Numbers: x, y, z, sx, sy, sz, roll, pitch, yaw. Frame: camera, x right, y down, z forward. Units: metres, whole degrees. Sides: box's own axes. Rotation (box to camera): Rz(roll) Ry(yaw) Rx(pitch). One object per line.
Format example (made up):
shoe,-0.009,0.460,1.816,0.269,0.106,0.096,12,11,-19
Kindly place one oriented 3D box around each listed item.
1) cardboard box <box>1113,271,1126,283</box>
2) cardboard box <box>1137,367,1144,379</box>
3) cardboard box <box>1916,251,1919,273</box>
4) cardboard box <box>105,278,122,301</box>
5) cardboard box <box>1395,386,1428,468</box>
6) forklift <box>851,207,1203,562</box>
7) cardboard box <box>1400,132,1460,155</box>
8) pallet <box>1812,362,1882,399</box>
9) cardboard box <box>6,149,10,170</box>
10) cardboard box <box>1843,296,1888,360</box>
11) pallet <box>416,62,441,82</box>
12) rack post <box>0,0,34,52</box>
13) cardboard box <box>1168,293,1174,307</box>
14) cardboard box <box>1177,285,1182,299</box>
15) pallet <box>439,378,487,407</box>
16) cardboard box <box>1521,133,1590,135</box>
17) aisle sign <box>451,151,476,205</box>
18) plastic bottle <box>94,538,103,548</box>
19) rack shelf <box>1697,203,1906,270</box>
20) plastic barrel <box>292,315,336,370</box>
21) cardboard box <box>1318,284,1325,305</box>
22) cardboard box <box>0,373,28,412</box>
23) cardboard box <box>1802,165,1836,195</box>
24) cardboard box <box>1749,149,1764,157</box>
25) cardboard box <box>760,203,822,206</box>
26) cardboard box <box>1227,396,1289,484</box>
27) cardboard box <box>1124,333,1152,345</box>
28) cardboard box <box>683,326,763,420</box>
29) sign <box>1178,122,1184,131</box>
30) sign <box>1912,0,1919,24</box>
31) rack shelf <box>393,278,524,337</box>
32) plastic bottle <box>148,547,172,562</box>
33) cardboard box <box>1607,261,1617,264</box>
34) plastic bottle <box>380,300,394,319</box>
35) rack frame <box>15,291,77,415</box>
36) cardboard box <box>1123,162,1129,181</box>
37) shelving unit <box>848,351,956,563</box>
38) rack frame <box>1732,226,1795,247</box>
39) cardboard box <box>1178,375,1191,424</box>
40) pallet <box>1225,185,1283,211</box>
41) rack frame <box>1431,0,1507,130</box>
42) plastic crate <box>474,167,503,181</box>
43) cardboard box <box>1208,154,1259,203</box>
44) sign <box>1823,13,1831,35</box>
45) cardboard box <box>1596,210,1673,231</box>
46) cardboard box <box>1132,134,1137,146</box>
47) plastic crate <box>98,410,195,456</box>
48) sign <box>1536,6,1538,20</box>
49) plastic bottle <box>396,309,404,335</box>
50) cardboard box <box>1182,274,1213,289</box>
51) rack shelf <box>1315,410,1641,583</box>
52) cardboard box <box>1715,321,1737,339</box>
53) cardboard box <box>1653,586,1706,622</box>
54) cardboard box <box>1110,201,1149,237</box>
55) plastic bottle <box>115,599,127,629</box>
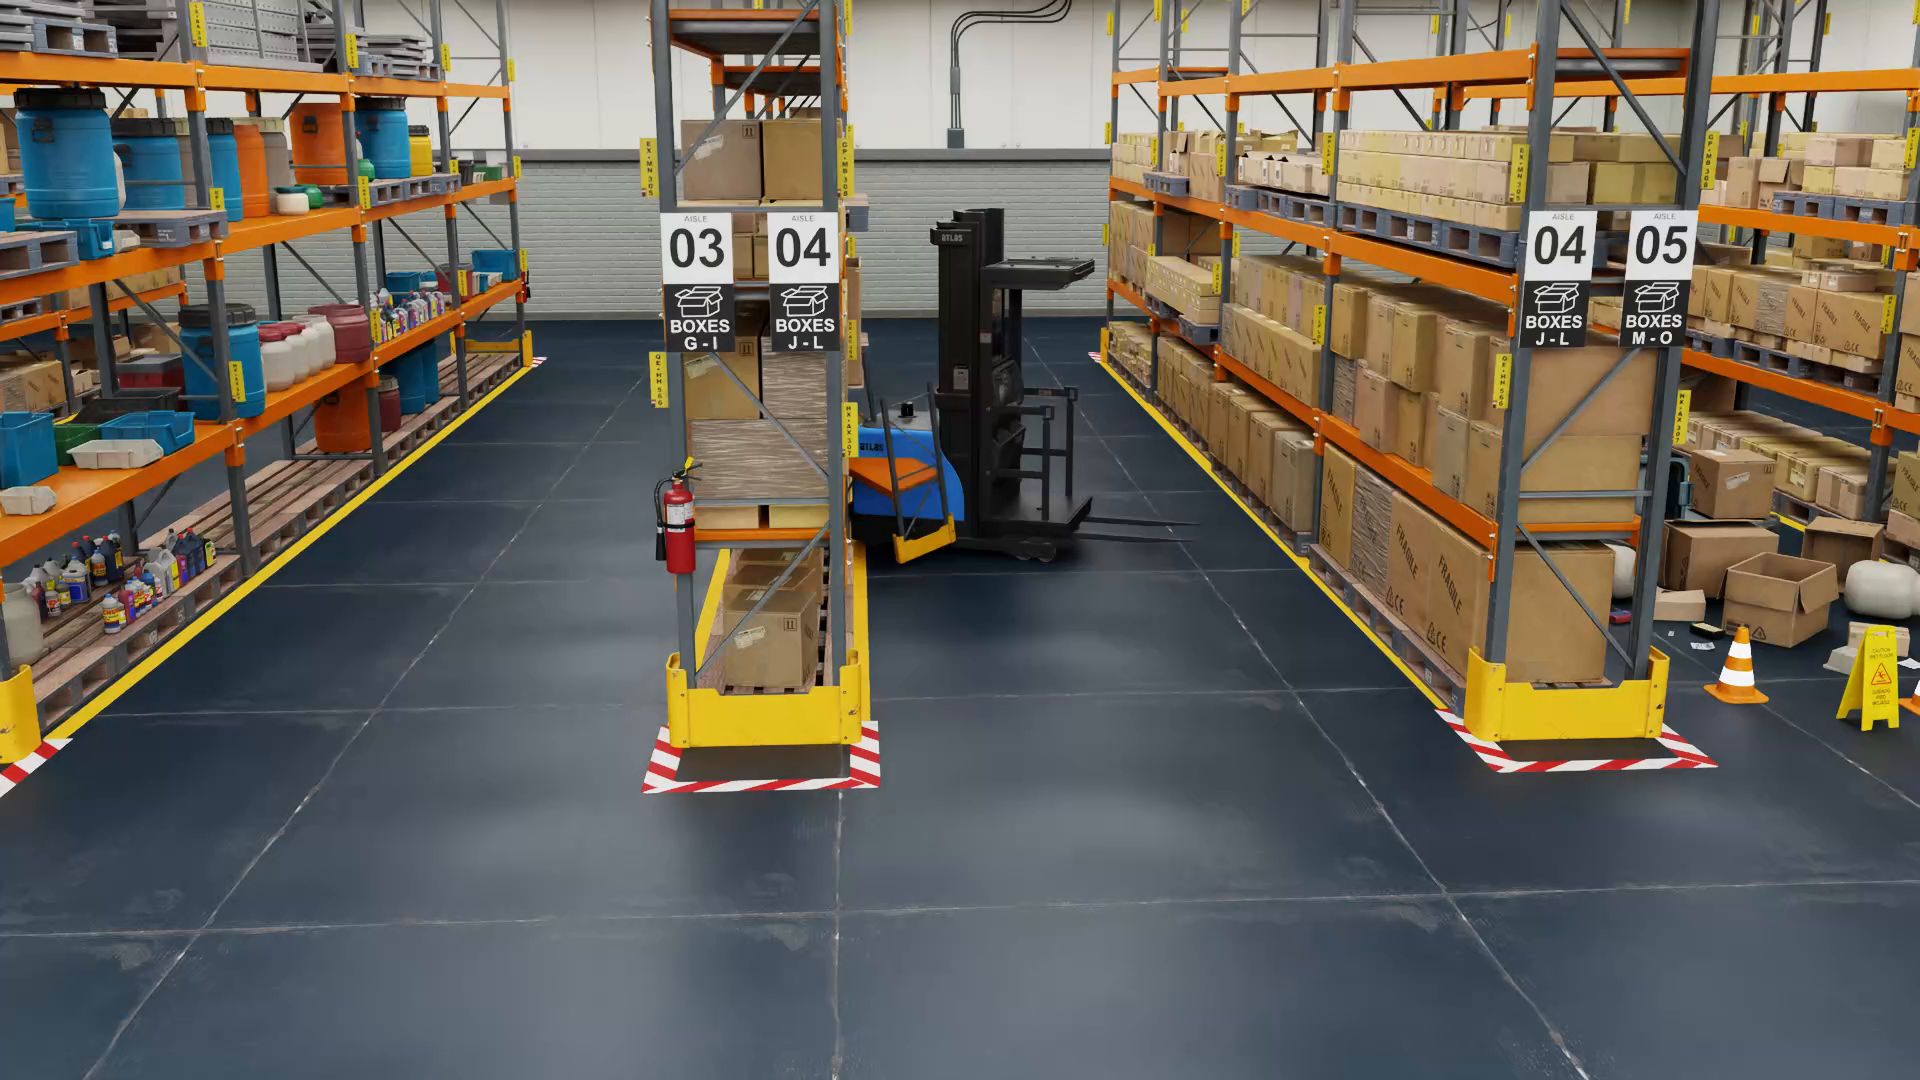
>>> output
cardboard box,2.486,-3.913,24.720,0.380,0.149,0.250,-1,14,-5
cardboard box,2.642,-2.302,22.831,0.380,0.149,0.250,-1,14,-5
cardboard box,12.747,-3.434,21.312,0.700,0.500,0.500,-1,14,-3
cardboard box,-11.647,-3.484,22.346,0.500,0.500,0.500,-1,14,-4
cardboard box,3.656,-0.845,11.989,0.875,0.550,0.500,-1,14,-3
forklift,0.605,-1.378,14.500,3.031,2.935,1.130,4,15,15
cardboard box,3.294,-2.761,11.580,0.380,0.149,0.250,-1,14,-4
pallet,8.548,-1.468,15.095,1.003,0.211,1.213,-1,14,-3
cardboard box,-12.125,-4.792,20.908,0.500,0.250,0.500,-1,14,-3
cardboard box,8.193,-1.875,14.655,0.500,0.500,0.500,-1,14,-4
pallet,-6.798,-5.543,19.693,1.003,0.211,1.213,-1,14,-3
rack post,-6.056,-2.997,9.619,0.937,0.300,0.954,1,14,3
cardboard box,2.684,-2.845,19.727,0.380,0.149,0.250,-2,15,-6
cardboard box,2.718,-2.859,19.182,0.380,0.149,0.250,-1,14,-4
pallet,-6.964,-1.960,22.221,1.003,0.211,1.213,-1,14,-3
cardboard box,3.983,-2.645,11.127,0.380,0.149,0.250,-1,14,-4
aisle sign,-7.429,-5.395,24.759,0.394,0.787,0.004,-1,14,-3
plastic bottle,-6.755,0.133,13.071,0.152,0.276,0.135,0,14,-1
rack shelf,8.326,-2.970,15.973,1.077,0.370,4.000,-1,14,-3
plastic barrel,-6.355,-1.935,16.303,0.421,0.512,0.421,0,14,0
cardboard box,3.479,-1.923,14.272,0.700,0.500,0.500,-1,14,-4
cardboard box,-11.454,-1.689,19.705,0.500,0.500,0.500,-1,14,-3
cardboard box,8.213,-3.347,15.455,0.500,0.250,0.500,-1,14,-3
cardboard box,12.415,-5.840,25.387,0.500,0.250,0.500,-1,14,-4
cardboard box,-1.037,-1.992,10.231,0.380,0.149,0.250,-1,14,-4
cardboard box,3.274,-1.005,16.585,1.050,0.750,0.750,-1,14,-3
cardboard box,2.567,-2.899,23.959,0.380,0.149,0.250,-1,14,-3
cardboard box,-1.474,-1.030,10.206,0.500,0.500,0.500,-1,14,-3
sign,3.328,-6.136,25.058,0.100,0.325,0.005,-1,14,-3
sign,12.366,-6.828,21.469,0.100,0.325,0.005,-1,14,-3
rack shelf,-7.004,-3.277,23.188,1.077,0.370,4.000,-1,14,-3
plastic bottle,-6.191,0.179,12.893,0.152,0.276,0.135,-1,14,-3
cardboard box,7.845,-3.271,19.513,0.500,0.500,0.500,-1,14,-3
plastic bottle,-6.572,-2.571,19.098,0.144,0.351,0.185,-1,14,-3
rack frame,-11.824,-3.053,20.871,1.000,3.000,0.127,-1,14,-3
cardboard box,2.618,-5.256,23.718,0.500,0.250,0.500,-1,14,-5
shelving unit,-0.652,-0.733,14.299,0.587,1.500,1.083,-23,31,-28
rack frame,12.661,-4.430,26.224,1.000,3.000,0.127,-1,14,-3
cardboard box,2.889,-1.674,19.687,0.500,0.500,0.500,-2,15,-6
pallet,3.361,-3.463,16.826,1.213,0.211,1.003,0,14,-1
rack frame,7.707,-7.258,25.175,1.000,3.000,0.127,-1,14,-3
plastic crate,-6.782,-5.232,23.748,0.450,0.188,0.336,-1,14,-3
cardboard box,2.979,-3.901,17.946,0.500,0.500,0.500,-1,14,-3
sign,13.216,-7.868,25.354,0.100,0.325,0.005,-1,14,-3
cardboard box,4.063,-1.945,10.006,0.380,0.149,0.250,-1,14,-3
cardboard box,2.586,-5.529,22.973,0.380,0.149,0.250,-1,14,-4
plastic crate,-6.045,-0.796,12.397,0.499,0.251,0.616,-1,14,-3
sign,7.399,-6.790,21.163,0.100,0.325,0.005,-1,14,-3
plastic bottle,-6.362,-2.478,18.870,0.061,0.283,0.133,-1,14,-3
cardboard box,2.730,-2.940,18.901,0.380,0.149,0.250,0,14,-2
rack shelf,3.640,-0.421,12.086,1.077,0.370,4.000,-1,14,-3
cardboard box,7.988,-2.153,17.034,0.380,0.149,0.250,-1,14,-3
cardboard box,5.461,0.457,12.719,0.396,0.266,0.258,2,15,6
cardboard box,2.535,-4.812,24.904,0.500,0.500,0.500,-1,14,-4
plastic bottle,-5.944,0.517,11.731,0.097,0.201,0.097,0,14,0
